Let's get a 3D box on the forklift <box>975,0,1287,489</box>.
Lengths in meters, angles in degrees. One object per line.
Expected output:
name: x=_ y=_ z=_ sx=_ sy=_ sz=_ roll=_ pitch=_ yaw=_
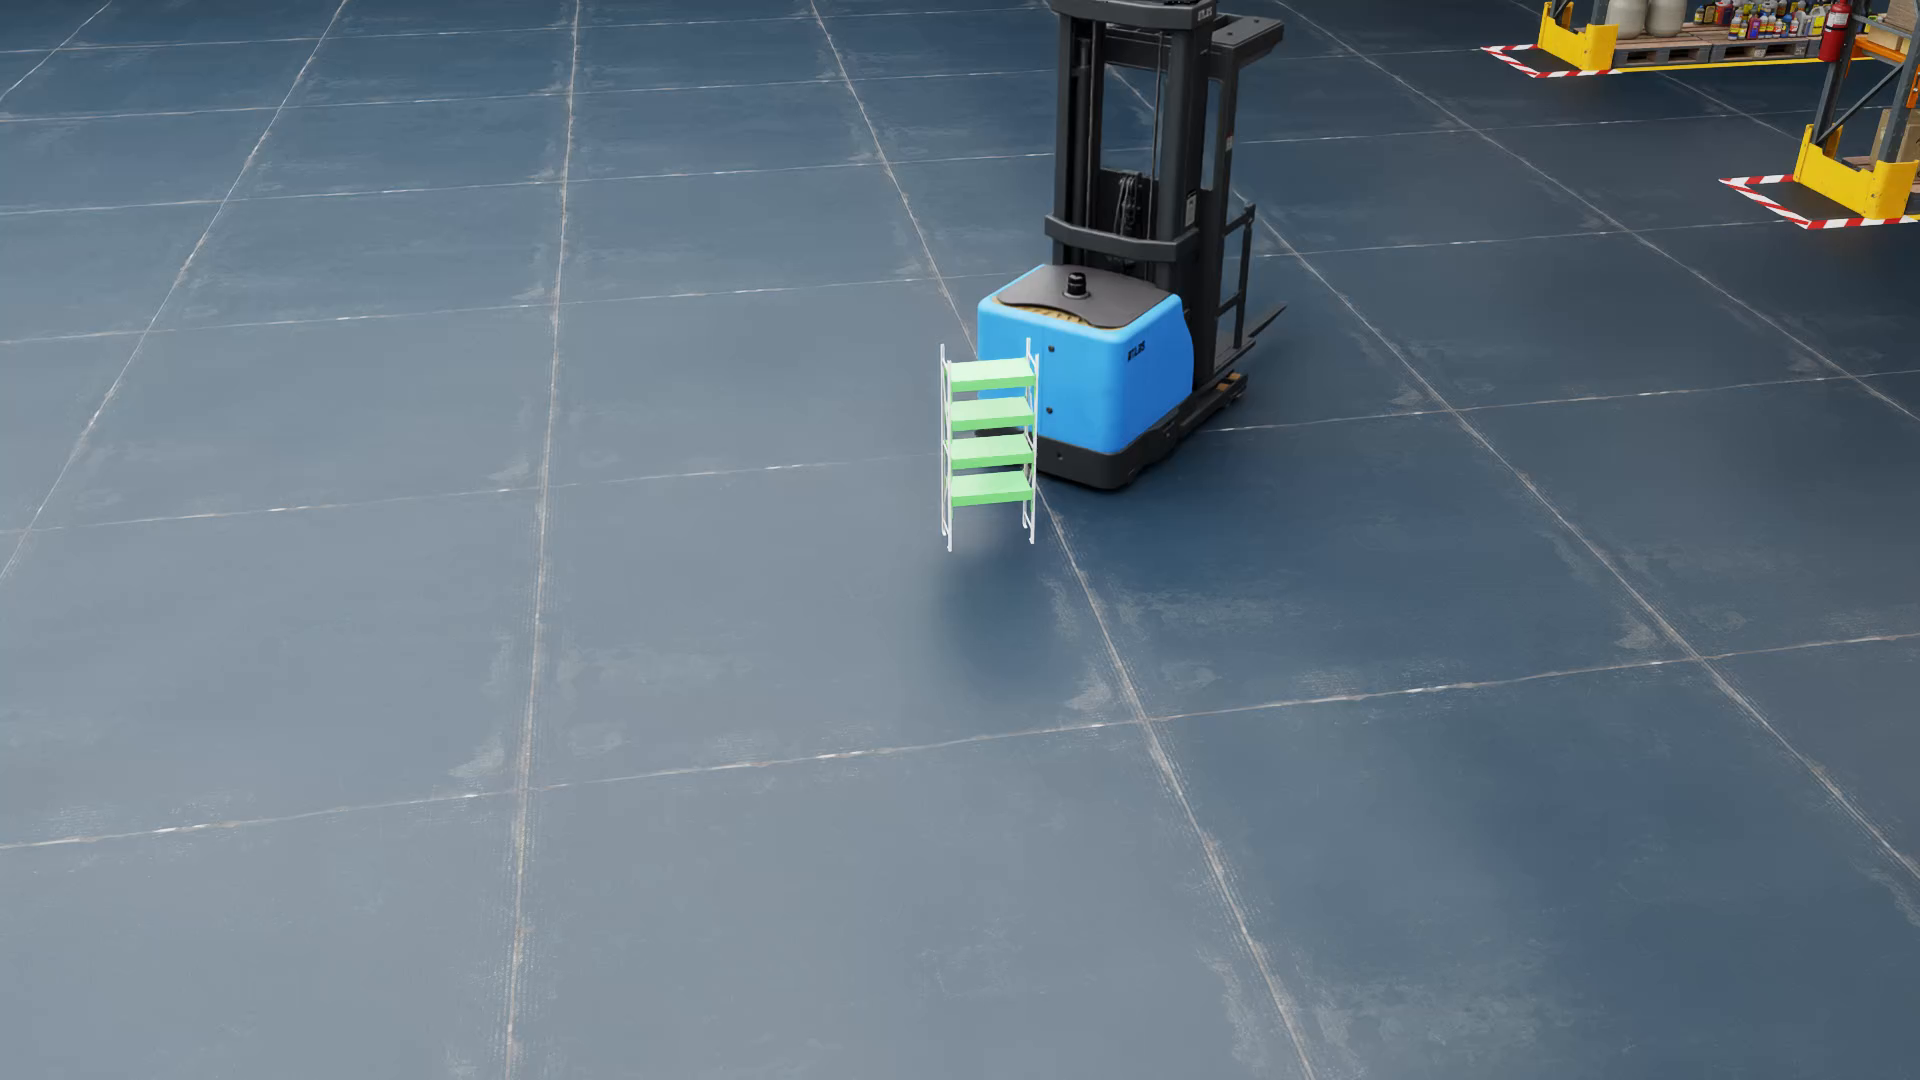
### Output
forklift: x=1.318 y=-2.279 z=10.733 sx=1.130 sy=2.935 sz=3.031 roll=18 pitch=35 yaw=28

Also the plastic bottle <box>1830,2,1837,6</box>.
plastic bottle: x=10.474 y=-6.378 z=19.964 sx=0.097 sy=0.201 sz=0.097 roll=0 pitch=30 yaw=0

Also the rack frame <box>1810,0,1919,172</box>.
rack frame: x=7.923 y=-4.380 z=14.239 sx=0.127 sy=3.000 sz=1.000 roll=-5 pitch=31 yaw=-9

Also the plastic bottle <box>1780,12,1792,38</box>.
plastic bottle: x=9.506 y=-5.932 z=19.137 sx=0.097 sy=0.271 sz=0.097 roll=0 pitch=30 yaw=0

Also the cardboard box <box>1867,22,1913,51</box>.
cardboard box: x=8.167 y=-4.400 z=14.522 sx=0.250 sy=0.149 sz=0.380 roll=-5 pitch=31 yaw=-9

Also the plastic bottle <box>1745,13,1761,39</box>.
plastic bottle: x=9.097 y=-5.890 z=19.053 sx=0.133 sy=0.283 sz=0.061 roll=-5 pitch=31 yaw=-8

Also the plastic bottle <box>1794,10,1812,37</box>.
plastic bottle: x=9.717 y=-5.968 z=19.193 sx=0.135 sy=0.276 sz=0.152 roll=-5 pitch=31 yaw=-8

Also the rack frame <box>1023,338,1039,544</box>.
rack frame: x=0.403 y=-0.555 z=9.509 sx=0.015 sy=1.200 sz=0.240 roll=-5 pitch=31 yaw=-9

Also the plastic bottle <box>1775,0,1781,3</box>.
plastic bottle: x=9.742 y=-6.355 z=19.844 sx=0.133 sy=0.283 sz=0.061 roll=-4 pitch=31 yaw=-7

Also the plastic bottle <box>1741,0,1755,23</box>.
plastic bottle: x=9.310 y=-6.322 z=19.722 sx=0.185 sy=0.351 sz=0.144 roll=-4 pitch=31 yaw=-7

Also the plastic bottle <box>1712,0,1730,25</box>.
plastic bottle: x=9.012 y=-6.260 z=19.691 sx=0.135 sy=0.276 sz=0.152 roll=-5 pitch=31 yaw=-9

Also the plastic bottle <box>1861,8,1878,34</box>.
plastic bottle: x=10.552 y=-6.025 z=19.283 sx=0.133 sy=0.283 sz=0.061 roll=-4 pitch=31 yaw=-6

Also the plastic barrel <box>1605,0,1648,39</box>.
plastic barrel: x=7.665 y=-6.056 z=19.130 sx=0.421 sy=0.512 sz=0.421 roll=0 pitch=30 yaw=0

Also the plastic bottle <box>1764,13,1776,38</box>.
plastic bottle: x=9.306 y=-5.913 z=19.105 sx=0.097 sy=0.271 sz=0.097 roll=0 pitch=30 yaw=0

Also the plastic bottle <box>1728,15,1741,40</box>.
plastic bottle: x=8.871 y=-5.873 z=19.036 sx=0.097 sy=0.271 sz=0.097 roll=0 pitch=30 yaw=0

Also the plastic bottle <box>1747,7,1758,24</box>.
plastic bottle: x=9.375 y=-6.202 z=19.665 sx=0.097 sy=0.201 sz=0.097 roll=0 pitch=30 yaw=0

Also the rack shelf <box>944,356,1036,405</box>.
rack shelf: x=0.163 y=-0.891 z=9.261 sx=0.480 sy=0.148 sz=0.258 roll=-5 pitch=31 yaw=-9

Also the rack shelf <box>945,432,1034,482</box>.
rack shelf: x=0.163 y=-0.477 z=9.504 sx=0.480 sy=0.148 sz=0.258 roll=-5 pitch=31 yaw=-9

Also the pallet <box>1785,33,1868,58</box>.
pallet: x=10.298 y=-5.972 z=19.698 sx=1.213 sy=0.211 sz=1.003 roll=-5 pitch=31 yaw=-9

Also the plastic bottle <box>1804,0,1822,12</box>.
plastic bottle: x=10.123 y=-6.324 z=19.724 sx=0.185 sy=0.351 sz=0.144 roll=-5 pitch=31 yaw=-9

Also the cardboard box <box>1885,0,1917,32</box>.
cardboard box: x=8.469 y=-4.588 z=14.201 sx=0.500 sy=0.500 sz=0.875 roll=-5 pitch=31 yaw=-9

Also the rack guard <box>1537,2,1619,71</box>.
rack guard: x=7.098 y=-5.802 z=19.124 sx=0.348 sy=0.500 sz=1.175 roll=-5 pitch=31 yaw=-9

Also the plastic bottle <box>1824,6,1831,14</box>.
plastic bottle: x=10.144 y=-6.082 z=19.386 sx=0.135 sy=0.276 sz=0.152 roll=-5 pitch=31 yaw=-9

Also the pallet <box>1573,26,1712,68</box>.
pallet: x=7.898 y=-5.749 z=19.319 sx=1.213 sy=0.211 sz=1.003 roll=-5 pitch=31 yaw=-9

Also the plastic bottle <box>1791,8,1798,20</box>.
plastic bottle: x=9.698 y=-6.024 z=19.281 sx=0.133 sy=0.283 sz=0.061 roll=-5 pitch=31 yaw=-9

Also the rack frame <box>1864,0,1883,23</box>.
rack frame: x=10.966 y=-7.214 z=19.060 sx=0.127 sy=3.000 sz=1.000 roll=-5 pitch=31 yaw=-9

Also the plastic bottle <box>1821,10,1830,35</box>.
plastic bottle: x=10.043 y=-5.978 z=19.202 sx=0.133 sy=0.283 sz=0.061 roll=-3 pitch=31 yaw=-6

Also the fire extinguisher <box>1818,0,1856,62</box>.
fire extinguisher: x=7.728 y=-4.566 z=14.632 sx=0.183 sy=0.674 sz=0.296 roll=-5 pitch=31 yaw=-9

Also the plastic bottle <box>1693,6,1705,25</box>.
plastic bottle: x=8.759 y=-6.219 z=19.694 sx=0.097 sy=0.201 sz=0.097 roll=0 pitch=30 yaw=0

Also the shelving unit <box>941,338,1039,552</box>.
shelving unit: x=0.163 y=-0.532 z=9.472 sx=0.503 sy=1.200 sz=0.258 roll=-5 pitch=31 yaw=-9

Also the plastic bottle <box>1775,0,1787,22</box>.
plastic bottle: x=9.774 y=-6.312 z=19.783 sx=0.097 sy=0.271 sz=0.097 roll=0 pitch=30 yaw=0

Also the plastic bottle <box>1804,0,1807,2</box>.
plastic bottle: x=10.097 y=-6.395 z=19.847 sx=0.185 sy=0.351 sz=0.144 roll=-4 pitch=31 yaw=-8
